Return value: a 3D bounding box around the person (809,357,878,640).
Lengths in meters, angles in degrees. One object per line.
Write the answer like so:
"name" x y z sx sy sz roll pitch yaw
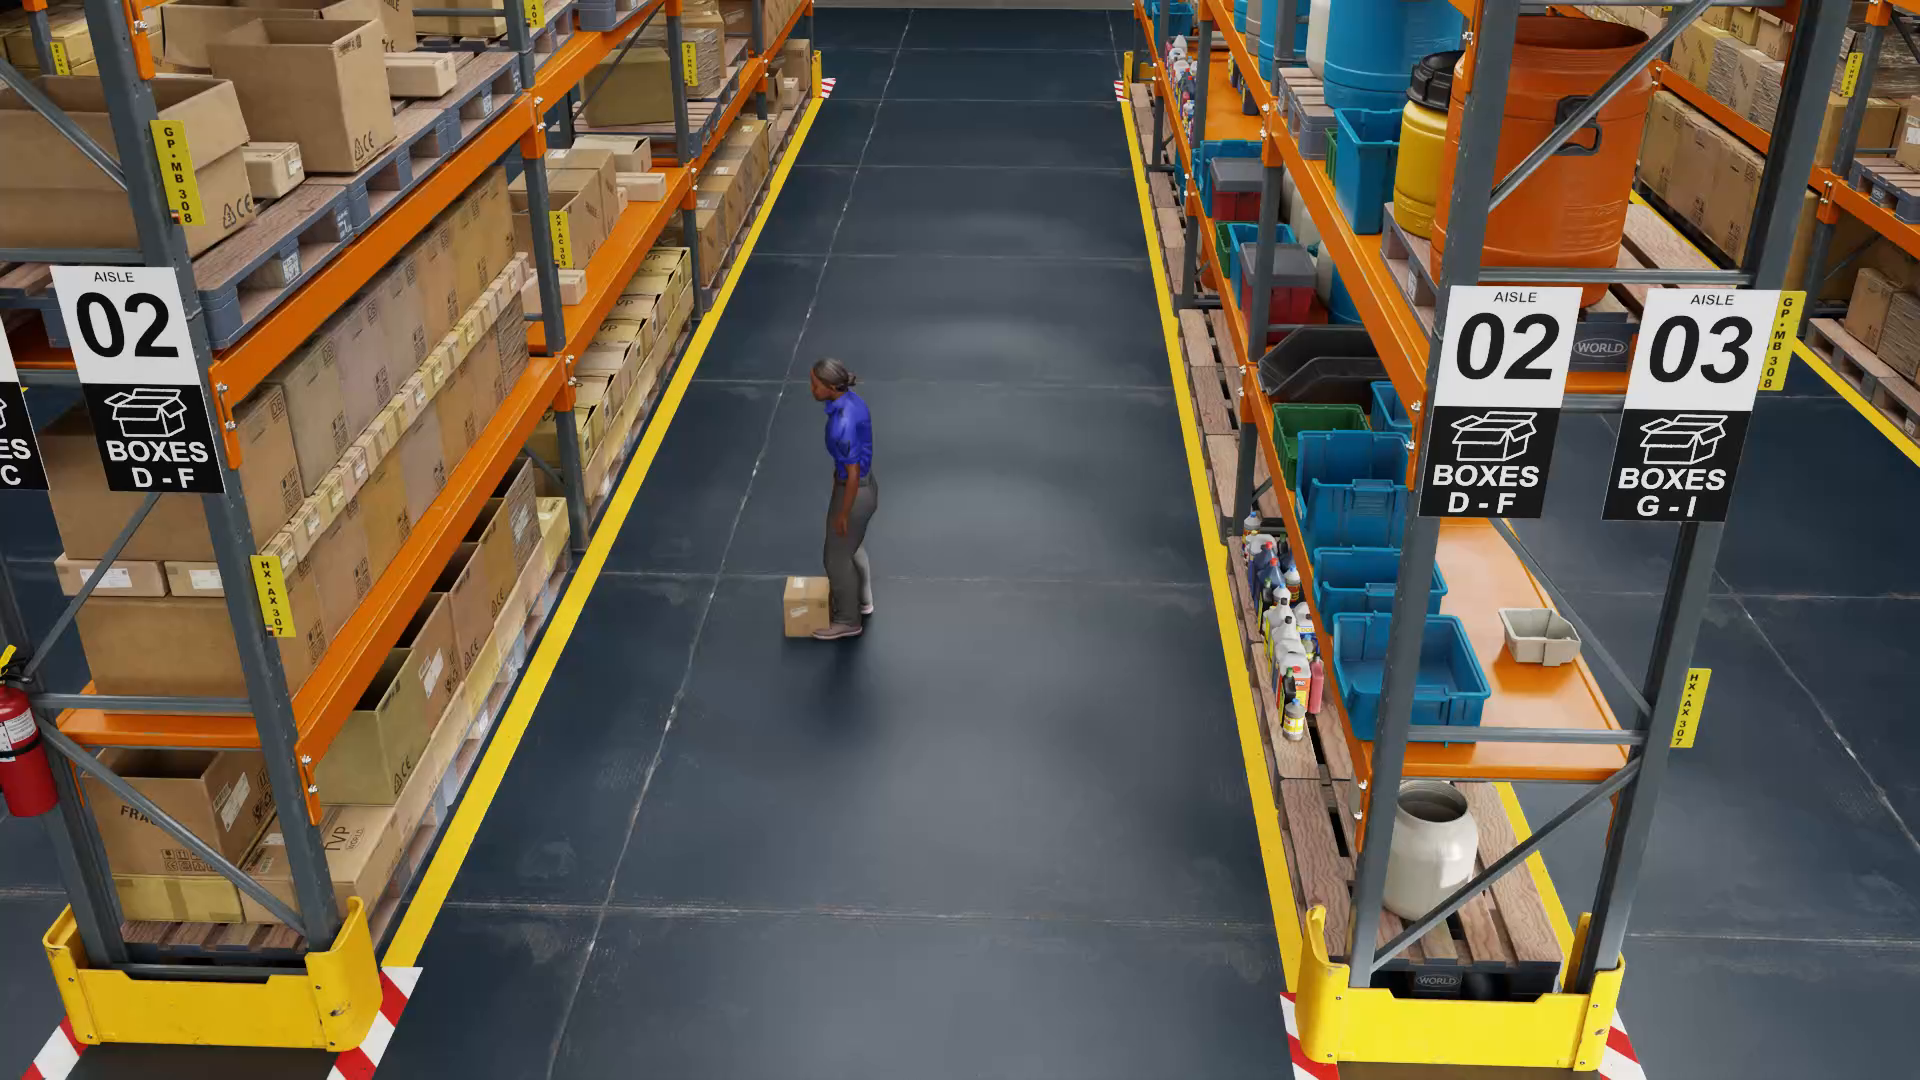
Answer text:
"person" -0.648 -0.241 9.079 0.402 1.653 0.523 -1 28 -1
